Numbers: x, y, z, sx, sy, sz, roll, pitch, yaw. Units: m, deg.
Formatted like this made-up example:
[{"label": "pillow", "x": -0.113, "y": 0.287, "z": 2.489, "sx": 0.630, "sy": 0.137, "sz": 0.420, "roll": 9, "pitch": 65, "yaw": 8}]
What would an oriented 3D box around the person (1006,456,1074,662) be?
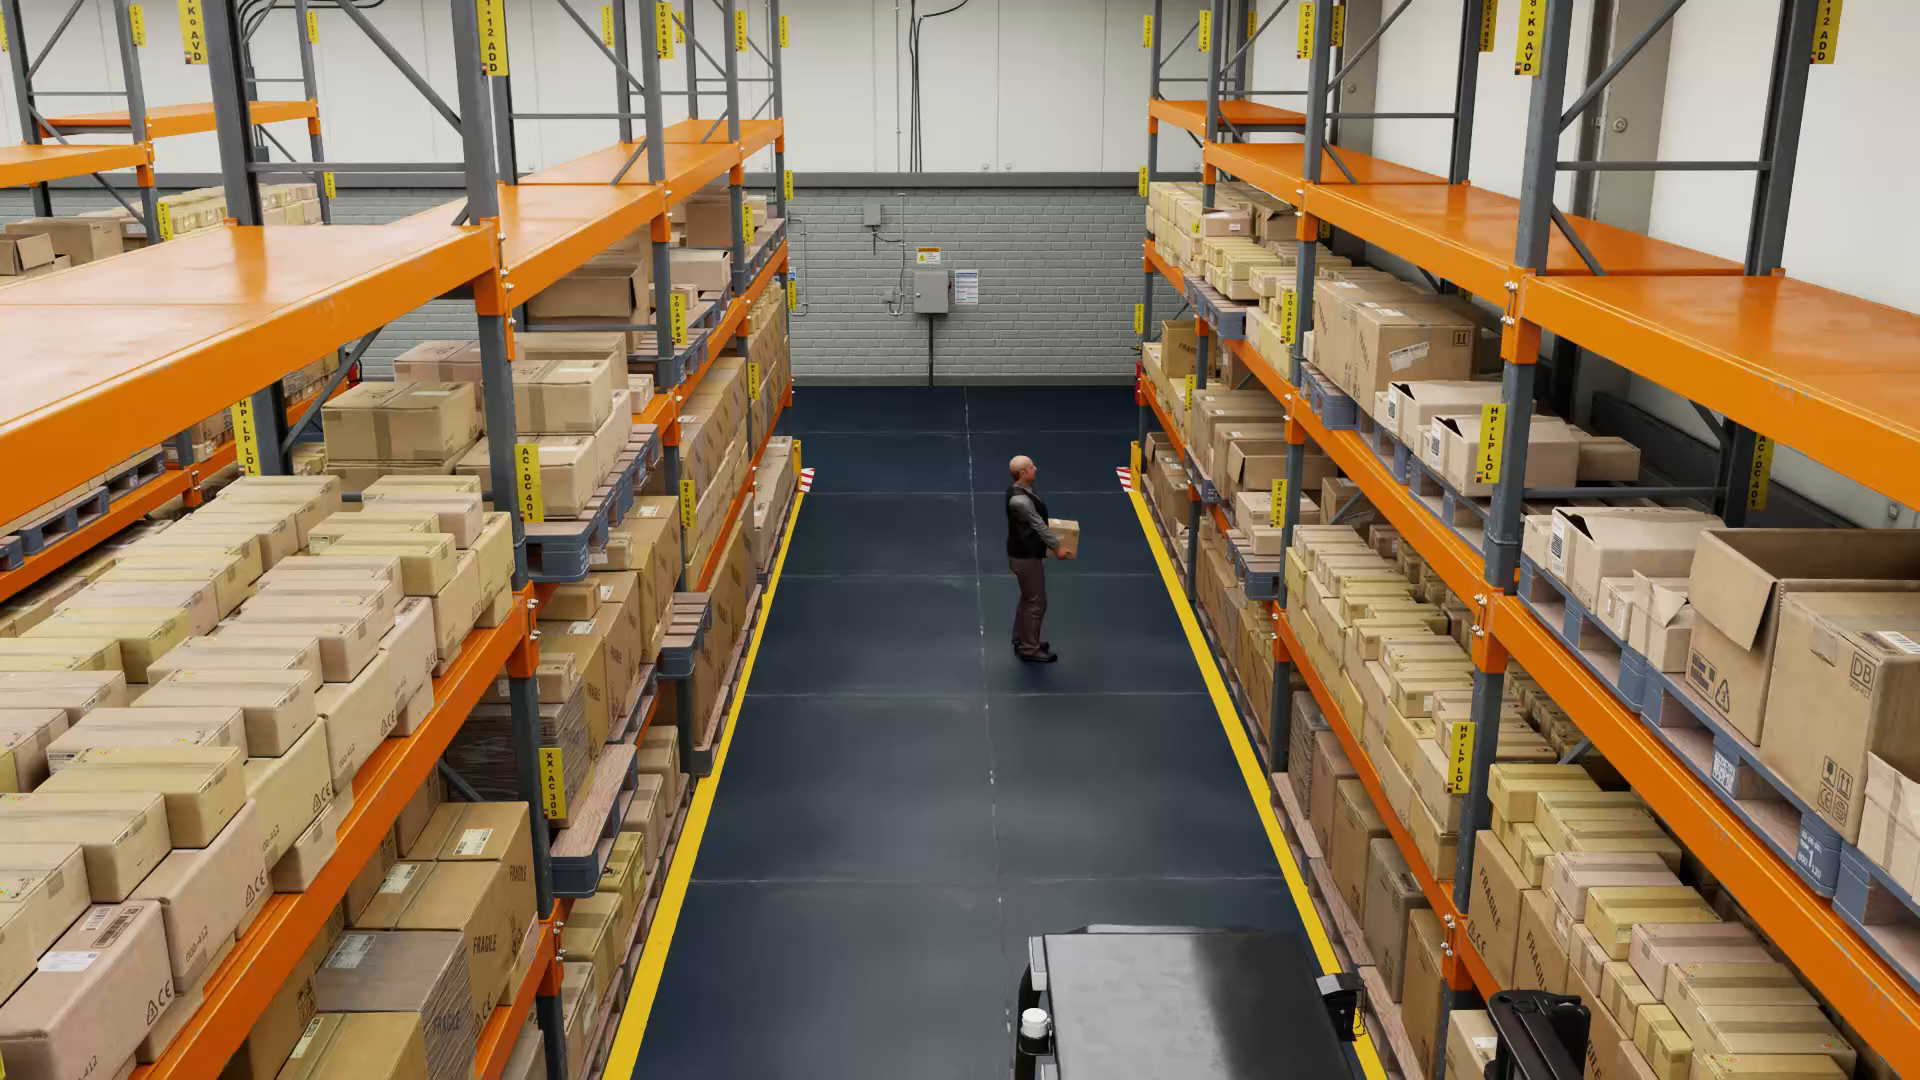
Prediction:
[{"label": "person", "x": 0.652, "y": 0.139, "z": 13.728, "sx": 0.560, "sy": 1.711, "sz": 0.494, "roll": 0, "pitch": 17, "yaw": 0}]
